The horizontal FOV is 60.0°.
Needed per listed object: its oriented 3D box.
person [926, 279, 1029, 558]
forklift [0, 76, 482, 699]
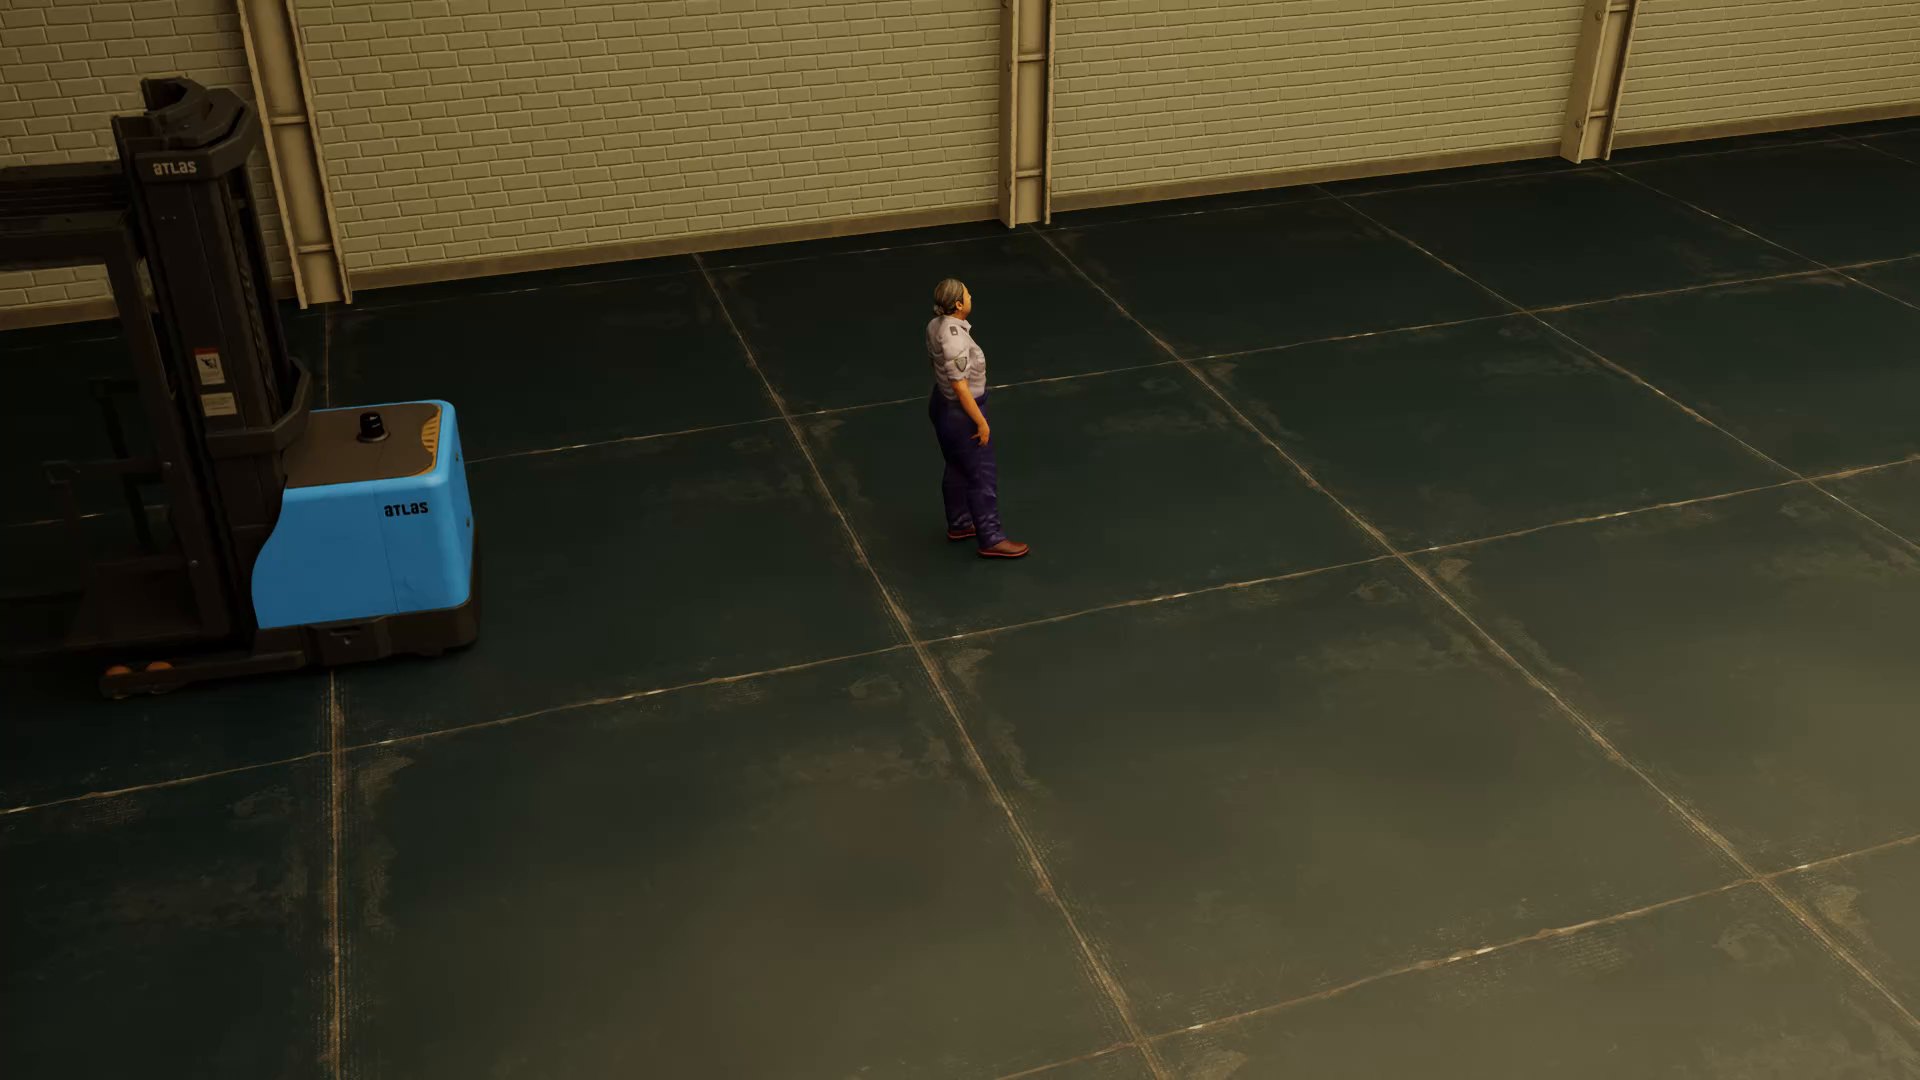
[{"bbox_3d":[0.092,-0.724,9.617,0.503,1.651,0.598,-10,31,-16],"label":"person"},{"bbox_3d":[-4.179,-0.738,8.370,3.031,2.935,1.130,-6,31,-11],"label":"forklift"}]
